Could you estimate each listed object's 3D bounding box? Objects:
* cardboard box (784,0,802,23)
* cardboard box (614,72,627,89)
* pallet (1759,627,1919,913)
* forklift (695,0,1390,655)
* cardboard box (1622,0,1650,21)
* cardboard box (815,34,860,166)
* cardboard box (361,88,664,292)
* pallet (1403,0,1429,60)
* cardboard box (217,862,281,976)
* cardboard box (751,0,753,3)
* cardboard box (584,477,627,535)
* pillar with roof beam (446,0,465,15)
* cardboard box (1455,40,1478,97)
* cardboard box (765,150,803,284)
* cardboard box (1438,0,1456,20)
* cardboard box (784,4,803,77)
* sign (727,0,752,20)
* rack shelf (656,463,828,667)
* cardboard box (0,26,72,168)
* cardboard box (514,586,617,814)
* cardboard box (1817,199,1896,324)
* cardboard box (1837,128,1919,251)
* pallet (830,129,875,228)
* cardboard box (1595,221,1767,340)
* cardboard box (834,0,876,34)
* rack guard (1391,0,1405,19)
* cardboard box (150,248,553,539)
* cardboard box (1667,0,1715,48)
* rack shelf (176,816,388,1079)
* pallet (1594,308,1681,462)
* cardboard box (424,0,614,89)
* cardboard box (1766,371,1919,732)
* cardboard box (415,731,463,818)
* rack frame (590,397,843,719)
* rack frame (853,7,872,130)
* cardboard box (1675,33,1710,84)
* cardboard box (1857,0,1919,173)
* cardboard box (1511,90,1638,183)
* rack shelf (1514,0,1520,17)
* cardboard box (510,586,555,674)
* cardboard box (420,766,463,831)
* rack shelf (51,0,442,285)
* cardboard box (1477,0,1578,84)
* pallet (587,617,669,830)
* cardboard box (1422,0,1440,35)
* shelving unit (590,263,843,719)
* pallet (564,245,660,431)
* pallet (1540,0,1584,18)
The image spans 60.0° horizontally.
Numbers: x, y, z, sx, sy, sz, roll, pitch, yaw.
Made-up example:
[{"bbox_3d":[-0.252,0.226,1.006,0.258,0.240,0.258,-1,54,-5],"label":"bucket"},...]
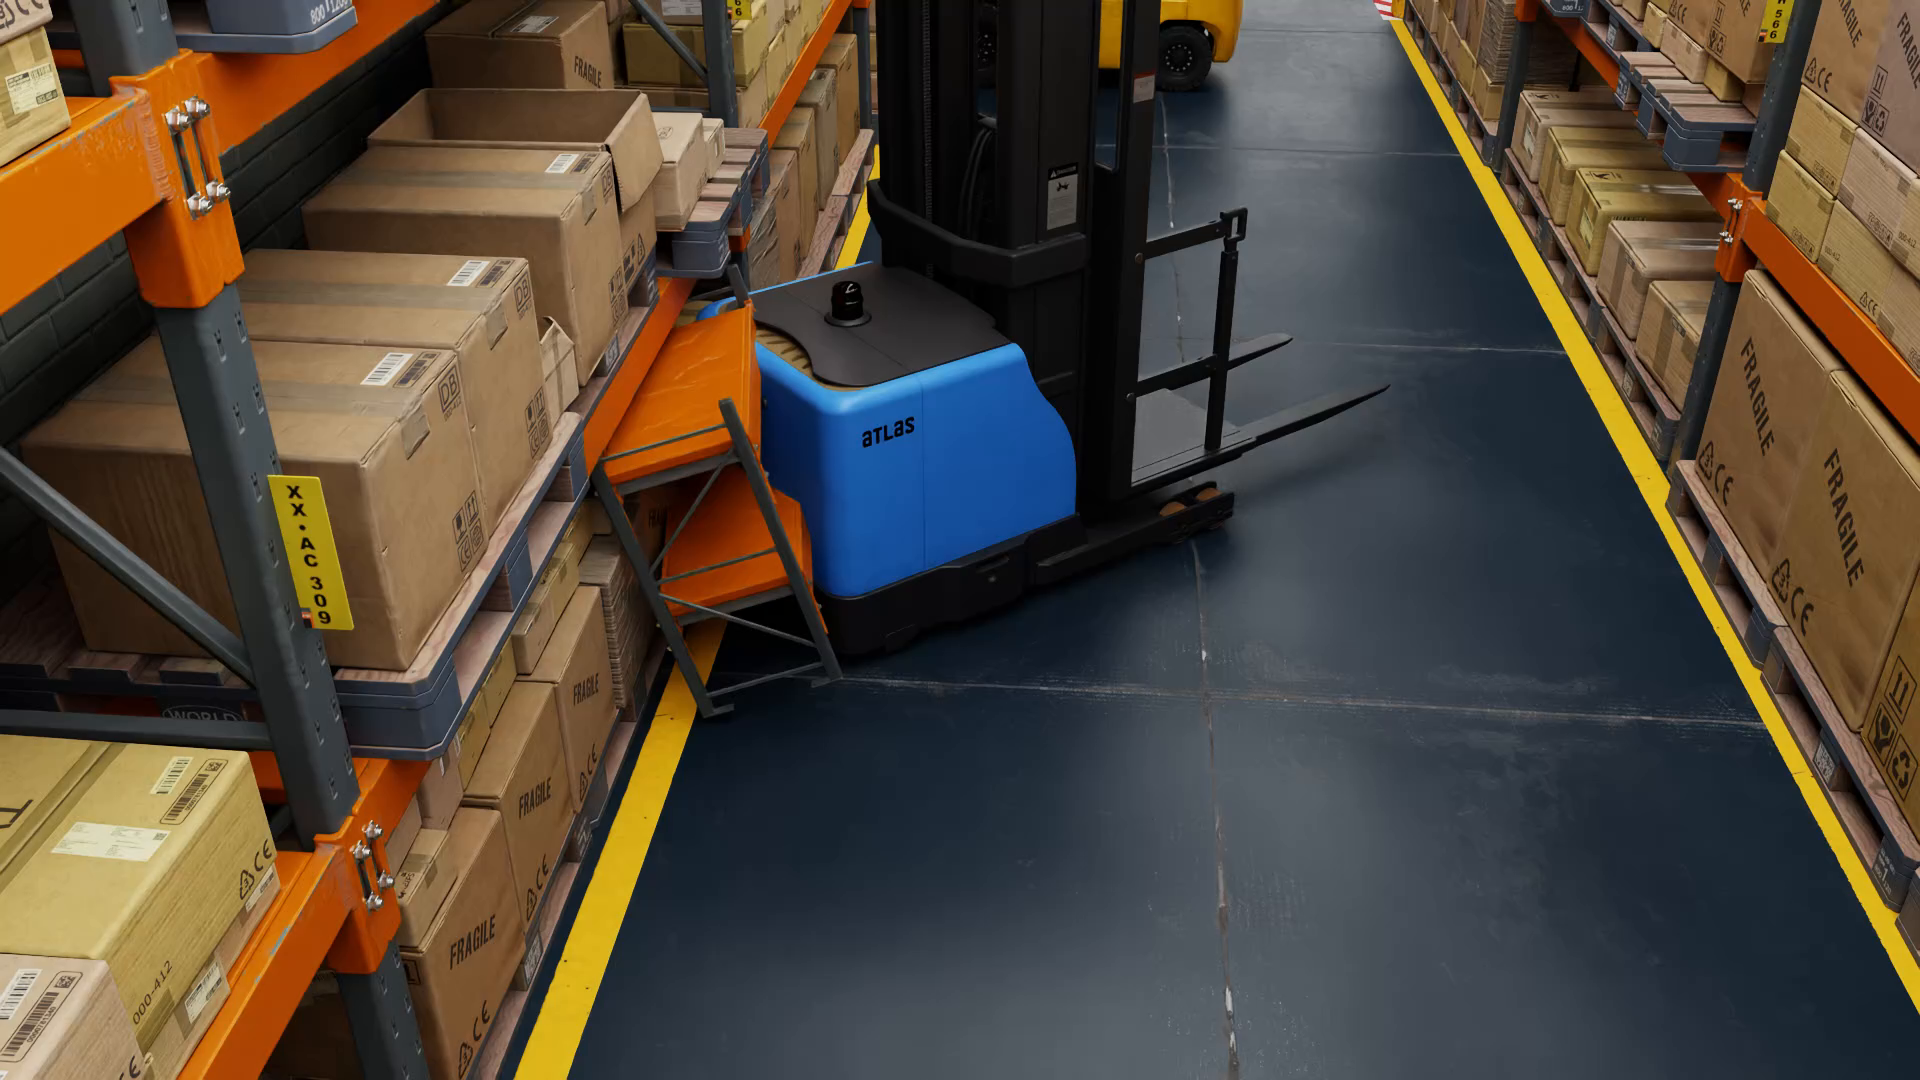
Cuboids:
[{"bbox_3d":[-1.015,-2.621,7.810,0.500,0.250,0.500,2,32,3],"label":"cardboard box"},{"bbox_3d":[-1.616,-1.898,7.114,0.500,0.250,0.500,2,32,3],"label":"cardboard box"},{"bbox_3d":[3.309,0.727,5.370,1.003,0.211,1.213,2,32,4],"label":"pallet"},{"bbox_3d":[0.508,-1.438,6.290,3.031,2.935,1.130,-21,37,-30],"label":"forklift"},{"bbox_3d":[3.390,-2.573,7.905,0.380,0.149,0.250,1,32,2],"label":"cardboard box"},{"bbox_3d":[-1.103,-2.702,10.138,0.875,0.625,0.625,4,32,6],"label":"cardboard box"},{"bbox_3d":[-1.346,-1.077,5.140,0.797,0.503,0.637,2,32,3],"label":"cardboard box"},{"bbox_3d":[4.094,-4.039,13.102,1.003,0.211,1.213,2,32,4],"label":"pallet"},{"bbox_3d":[-1.497,0.660,3.059,0.380,0.149,0.250,3,32,5],"label":"cardboard box"},{"bbox_3d":[-1.057,-2.328,6.955,0.380,0.149,0.250,3,32,5],"label":"cardboard box"},{"bbox_3d":[-1.321,-0.145,5.491,0.380,0.149,0.250,1,32,2],"label":"cardboard box"},{"bbox_3d":[2.101,-4.806,5.971,9.100,9.000,0.400,2,32,4],"label":"pillar with roof beam"},{"bbox_3d":[3.689,-3.205,11.312,0.500,0.250,0.500,2,32,3],"label":"cardboard box"},{"bbox_3d":[-1.288,-1.551,8.271,0.875,0.625,0.625,3,32,6],"label":"cardboard box"},{"bbox_3d":[3.772,-4.058,11.982,0.500,0.500,0.500,3,32,5],"label":"cardboard box"},{"bbox_3d":[-1.037,-2.406,7.938,0.500,0.250,0.500,1,32,2],"label":"cardboard box"},{"bbox_3d":[-0.856,-2.157,6.362,0.100,0.325,0.005,2,32,4],"label":"sign"},{"bbox_3d":[-0.772,0.007,5.938,0.538,0.278,1.000,-16,33,4],"label":"rack shelf"},{"bbox_3d":[-1.458,-0.594,2.235,0.380,0.149,0.250,2,32,4],"label":"cardboard box"},{"bbox_3d":[-1.381,0.478,5.097,0.500,0.500,0.500,2,32,3],"label":"cardboard box"},{"bbox_3d":[3.235,-0.927,5.539,0.500,0.250,0.500,2,32,3],"label":"cardboard box"},{"bbox_3d":[3.220,-1.130,5.391,0.500,0.250,0.500,3,32,5],"label":"cardboard box"},{"bbox_3d":[-1.093,-2.233,10.173,1.003,0.211,1.213,2,32,4],"label":"pallet"},{"bbox_3d":[3.658,-1.247,8.019,0.950,0.372,0.625,2,32,3],"label":"cardboard box"},{"bbox_3d":[-0.720,-3.481,10.807,0.500,0.250,0.500,2,32,3],"label":"cardboard box"},{"bbox_3d":[4.195,-4.585,13.713,1.175,0.500,0.348,2,32,4],"label":"rack guard"},{"bbox_3d":[-1.418,-0.360,3.979,0.700,0.500,0.500,3,32,5],"label":"cardboard box"},{"bbox_3d":[3.341,-2.374,6.964,0.500,0.500,0.500,2,32,3],"label":"cardboard box"},{"bbox_3d":[-1.886,1.728,1.773,1.077,0.370,4.000,2,32,4],"label":"rack shelf"},{"bbox_3d":[3.615,-0.727,7.729,1.003,0.211,1.213,2,32,4],"label":"pallet"},{"bbox_3d":[-1.595,-1.675,6.113,0.500,0.500,0.500,4,32,6],"label":"cardboard box"},{"bbox_3d":[3.334,0.044,5.445,0.875,0.875,0.875,3,32,5],"label":"cardboard box"},{"bbox_3d":[-1.455,0.544,4.088,0.380,0.149,0.250,1,32,2],"label":"cardboard box"},{"bbox_3d":[-0.787,0.087,5.380,0.500,1.125,0.032,-16,33,4],"label":"rack frame"},{"bbox_3d":[-1.072,-3.807,10.069,1.000,3.000,0.127,2,32,4],"label":"rack frame"},{"bbox_3d":[3.268,-2.036,7.034,0.380,0.149,0.250,2,32,4],"label":"cardboard box"},{"bbox_3d":[3.236,-1.467,5.223,0.500,0.500,0.500,3,32,4],"label":"cardboard box"},{"bbox_3d":[3.836,-2.383,9.862,0.950,0.372,0.625,3,32,5],"label":"cardboard box"},{"bbox_3d":[4.039,-4.337,11.614,1.077,0.370,4.000,2,32,4],"label":"rack shelf"},{"bbox_3d":[-1.407,0.253,4.844,0.380,0.149,0.250,2,32,4],"label":"cardboard box"},{"bbox_3d":[-1.483,0.661,4.183,0.380,0.149,0.250,2,32,3],"label":"cardboard box"},{"bbox_3d":[-1.560,-1.641,4.380,1.077,0.370,4.000,2,32,4],"label":"rack shelf"},{"bbox_3d":[3.657,-3.246,10.663,0.500,0.500,0.500,2,32,3],"label":"cardboard box"},{"bbox_3d":[-1.598,0.496,5.743,1.003,0.211,1.213,2,32,4],"label":"pallet"},{"bbox_3d":[3.811,-4.021,12.636,0.500,0.250,0.500,4,32,6],"label":"cardboard box"},{"bbox_3d":[-0.836,-0.187,5.805,0.538,1.125,1.048,-16,33,4],"label":"shelving unit"},{"bbox_3d":[-1.551,-0.617,5.075,1.003,0.211,1.213,2,32,4],"label":"pallet"},{"bbox_3d":[3.669,-3.122,9.140,1.003,0.211,1.213,2,32,4],"label":"pallet"}]
